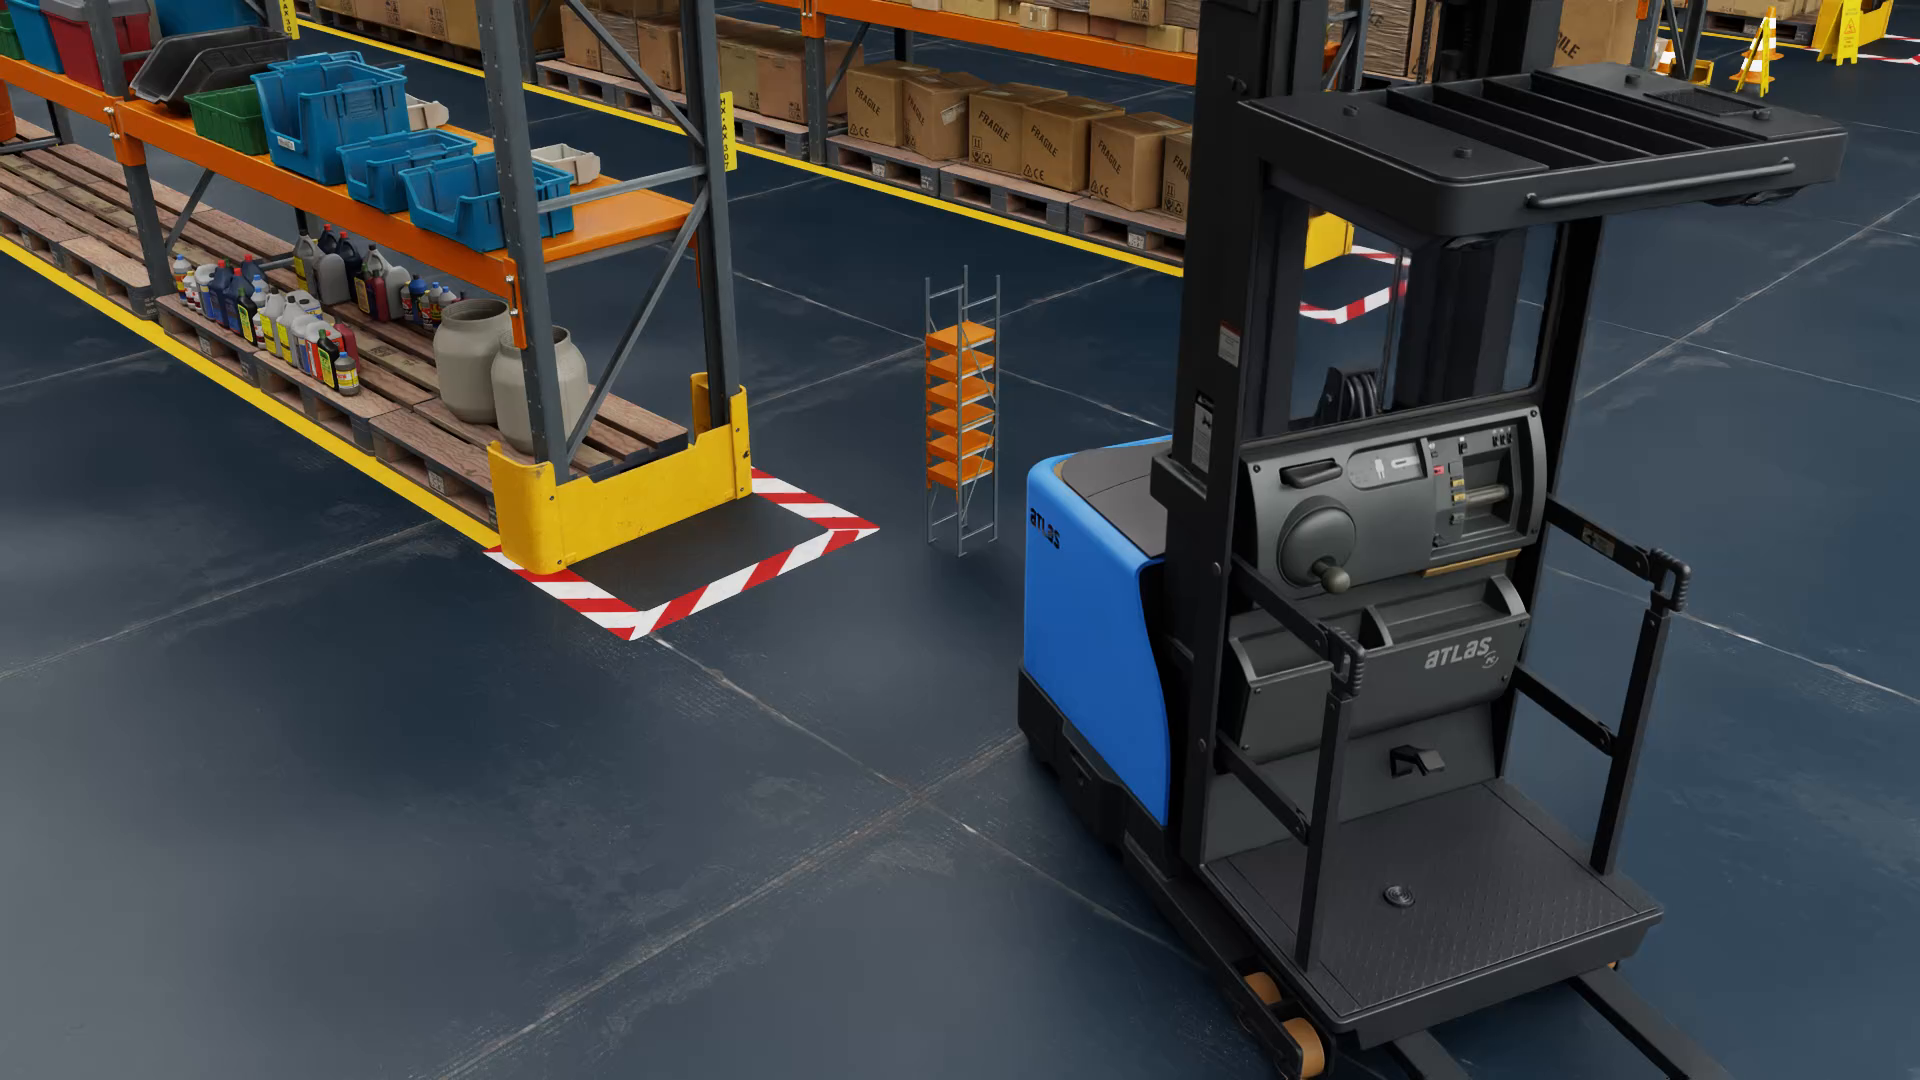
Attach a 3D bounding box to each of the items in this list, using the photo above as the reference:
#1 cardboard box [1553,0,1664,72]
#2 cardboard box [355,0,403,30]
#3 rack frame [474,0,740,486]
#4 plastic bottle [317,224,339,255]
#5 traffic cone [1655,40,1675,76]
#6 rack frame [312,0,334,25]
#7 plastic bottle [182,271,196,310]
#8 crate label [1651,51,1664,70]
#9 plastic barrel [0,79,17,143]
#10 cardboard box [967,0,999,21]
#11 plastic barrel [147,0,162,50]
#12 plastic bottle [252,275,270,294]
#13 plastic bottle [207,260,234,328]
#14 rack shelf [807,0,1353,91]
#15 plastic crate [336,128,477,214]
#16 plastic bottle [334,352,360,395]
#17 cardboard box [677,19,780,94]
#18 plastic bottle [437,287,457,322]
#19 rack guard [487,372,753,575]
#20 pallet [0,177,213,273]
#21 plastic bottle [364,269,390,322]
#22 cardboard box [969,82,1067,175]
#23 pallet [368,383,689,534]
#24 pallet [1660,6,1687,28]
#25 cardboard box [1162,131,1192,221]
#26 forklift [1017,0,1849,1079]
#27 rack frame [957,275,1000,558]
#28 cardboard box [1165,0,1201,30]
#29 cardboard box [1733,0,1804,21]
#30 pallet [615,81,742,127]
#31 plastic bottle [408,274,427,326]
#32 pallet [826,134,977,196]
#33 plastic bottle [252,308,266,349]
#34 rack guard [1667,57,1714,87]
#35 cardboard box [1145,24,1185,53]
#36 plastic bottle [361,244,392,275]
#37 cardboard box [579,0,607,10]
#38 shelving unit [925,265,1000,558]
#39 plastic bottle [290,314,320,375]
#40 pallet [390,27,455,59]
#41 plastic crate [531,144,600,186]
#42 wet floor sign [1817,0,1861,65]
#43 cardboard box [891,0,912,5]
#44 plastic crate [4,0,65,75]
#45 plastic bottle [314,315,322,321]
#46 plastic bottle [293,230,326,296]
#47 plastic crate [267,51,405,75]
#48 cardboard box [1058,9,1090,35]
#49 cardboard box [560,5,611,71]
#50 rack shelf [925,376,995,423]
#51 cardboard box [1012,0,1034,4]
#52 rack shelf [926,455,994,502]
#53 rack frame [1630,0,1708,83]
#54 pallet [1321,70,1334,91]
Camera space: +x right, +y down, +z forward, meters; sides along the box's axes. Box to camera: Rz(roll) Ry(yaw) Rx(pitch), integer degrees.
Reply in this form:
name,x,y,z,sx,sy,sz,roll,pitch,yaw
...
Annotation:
name,x,y,z,sx,sy,sz,roll,pitch,yaw
cardboard box,5.115,-4.110,13.675,0.875,0.875,0.875,25,37,39
cardboard box,-5.353,-5.719,16.736,0.875,0.875,1.225,23,36,37
rack frame,-1.377,-1.408,6.705,0.127,3.000,1.000,25,36,38
plastic bottle,-3.568,-1.621,9.484,0.185,0.351,0.144,23,36,37
traffic cone,6.262,-4.187,14.715,0.334,0.463,0.336,25,36,38
rack frame,-6.461,-6.967,17.278,0.127,3.000,1.000,25,36,38
plastic bottle,-4.237,-1.387,9.199,0.097,0.201,0.097,0,28,0
crate label,6.693,-4.542,15.742,0.298,0.136,0.250,7,29,13
plastic barrel,-7.442,-3.398,12.370,0.708,0.830,0.600,25,36,38
cardboard box,0.265,-3.591,11.126,0.250,0.149,0.380,25,36,38
plastic barrel,-4.758,-3.158,9.888,0.433,0.535,0.433,0,28,0
plastic bottle,-3.756,-1.292,8.943,0.097,0.271,0.097,0,28,0
plastic bottle,-3.945,-1.335,8.939,0.144,0.351,0.185,-24,36,-38
rack shelf,0.669,-3.386,11.240,4.000,0.370,1.077,25,36,38
plastic crate,-2.403,-1.620,7.268,0.408,0.251,0.499,25,36,38
plastic bottle,-2.994,-0.818,8.117,0.097,0.201,0.097,0,28,0
cardboard box,-1.906,-3.997,13.842,0.500,0.500,0.700,21,34,34
plastic bottle,-2.696,-1.202,8.772,0.097,0.271,0.097,0,28,0
rack guard,-1.464,-0.311,7.304,0.348,0.500,1.175,25,36,38
pallet,-5.691,-2.121,11.056,1.213,0.211,1.003,25,36,38
plastic bottle,-3.162,-1.333,9.009,0.133,0.283,0.061,25,36,38
cardboard box,0.412,-2.932,11.837,0.500,0.500,0.500,21,34,34
pallet,-2.040,-0.450,7.879,1.213,0.211,1.003,25,36,38
pallet,7.569,-5.806,18.065,1.213,0.211,1.003,25,36,38
cardboard box,1.662,-2.341,10.713,0.500,0.500,0.500,-18,33,-30
forklift,1.253,-0.069,4.231,1.130,2.935,3.031,-11,30,-21
rack frame,0.076,-0.496,6.905,0.006,1.200,0.240,25,36,38
cardboard box,1.723,-3.416,10.097,0.500,0.500,0.875,25,36,38
cardboard box,8.261,-5.492,16.975,0.500,0.250,0.500,24,36,38
pallet,-2.187,-3.775,14.202,1.213,0.211,1.003,25,36,38
plastic bottle,-2.912,-1.301,8.960,0.097,0.271,0.097,0,28,0
pallet,-0.253,-2.915,12.568,1.213,0.211,1.003,25,36,38
plastic bottle,-3.624,-1.107,8.666,0.097,0.201,0.097,0,28,0
rack guard,5.662,-3.551,13.466,0.348,0.500,1.175,25,36,38
cardboard box,1.355,-3.111,10.214,0.250,0.149,0.380,25,36,38
plastic bottle,-3.201,-1.453,9.164,0.185,0.351,0.144,24,36,38
cardboard box,-3.110,-4.874,14.703,0.500,0.250,0.500,-24,36,-37
shelving unit,0.010,-0.526,6.962,0.189,1.200,0.258,25,36,38
plastic bottle,-3.253,-0.988,8.359,0.135,0.276,0.152,23,36,37
pallet,-4.984,-5.108,16.738,1.213,0.211,1.003,25,36,38
plastic crate,-1.789,-1.690,7.525,0.250,0.136,0.298,25,36,38
wet floor sign,8.429,-4.882,15.840,0.267,0.644,0.232,-13,30,-22
cardboard box,-0.263,-3.839,11.598,0.250,0.149,0.380,25,36,38
plastic crate,-5.234,-2.963,9.679,0.575,0.384,0.392,25,36,38
plastic bottle,-3.321,-1.062,8.580,0.097,0.201,0.097,0,28,0
plastic bottle,-3.669,-1.573,9.393,0.185,0.351,0.144,25,36,38
plastic crate,-3.250,-2.377,8.706,0.616,0.251,0.499,25,36,38
cardboard box,0.845,-3.368,10.701,0.250,0.149,0.380,25,36,38
cardboard box,-3.117,-4.539,14.872,0.500,0.500,0.700,22,35,36
rack shelf,0.010,-0.593,6.927,0.180,0.103,0.258,25,36,38
cardboard box,0.607,-3.884,10.987,0.500,0.500,0.875,25,36,38
rack shelf,0.010,-0.275,7.094,0.180,0.103,0.258,25,36,38
rack frame,5.645,-4.665,12.899,0.127,3.000,1.000,25,36,38
pallet,3.280,-4.462,15.509,1.213,0.211,1.003,25,36,38
